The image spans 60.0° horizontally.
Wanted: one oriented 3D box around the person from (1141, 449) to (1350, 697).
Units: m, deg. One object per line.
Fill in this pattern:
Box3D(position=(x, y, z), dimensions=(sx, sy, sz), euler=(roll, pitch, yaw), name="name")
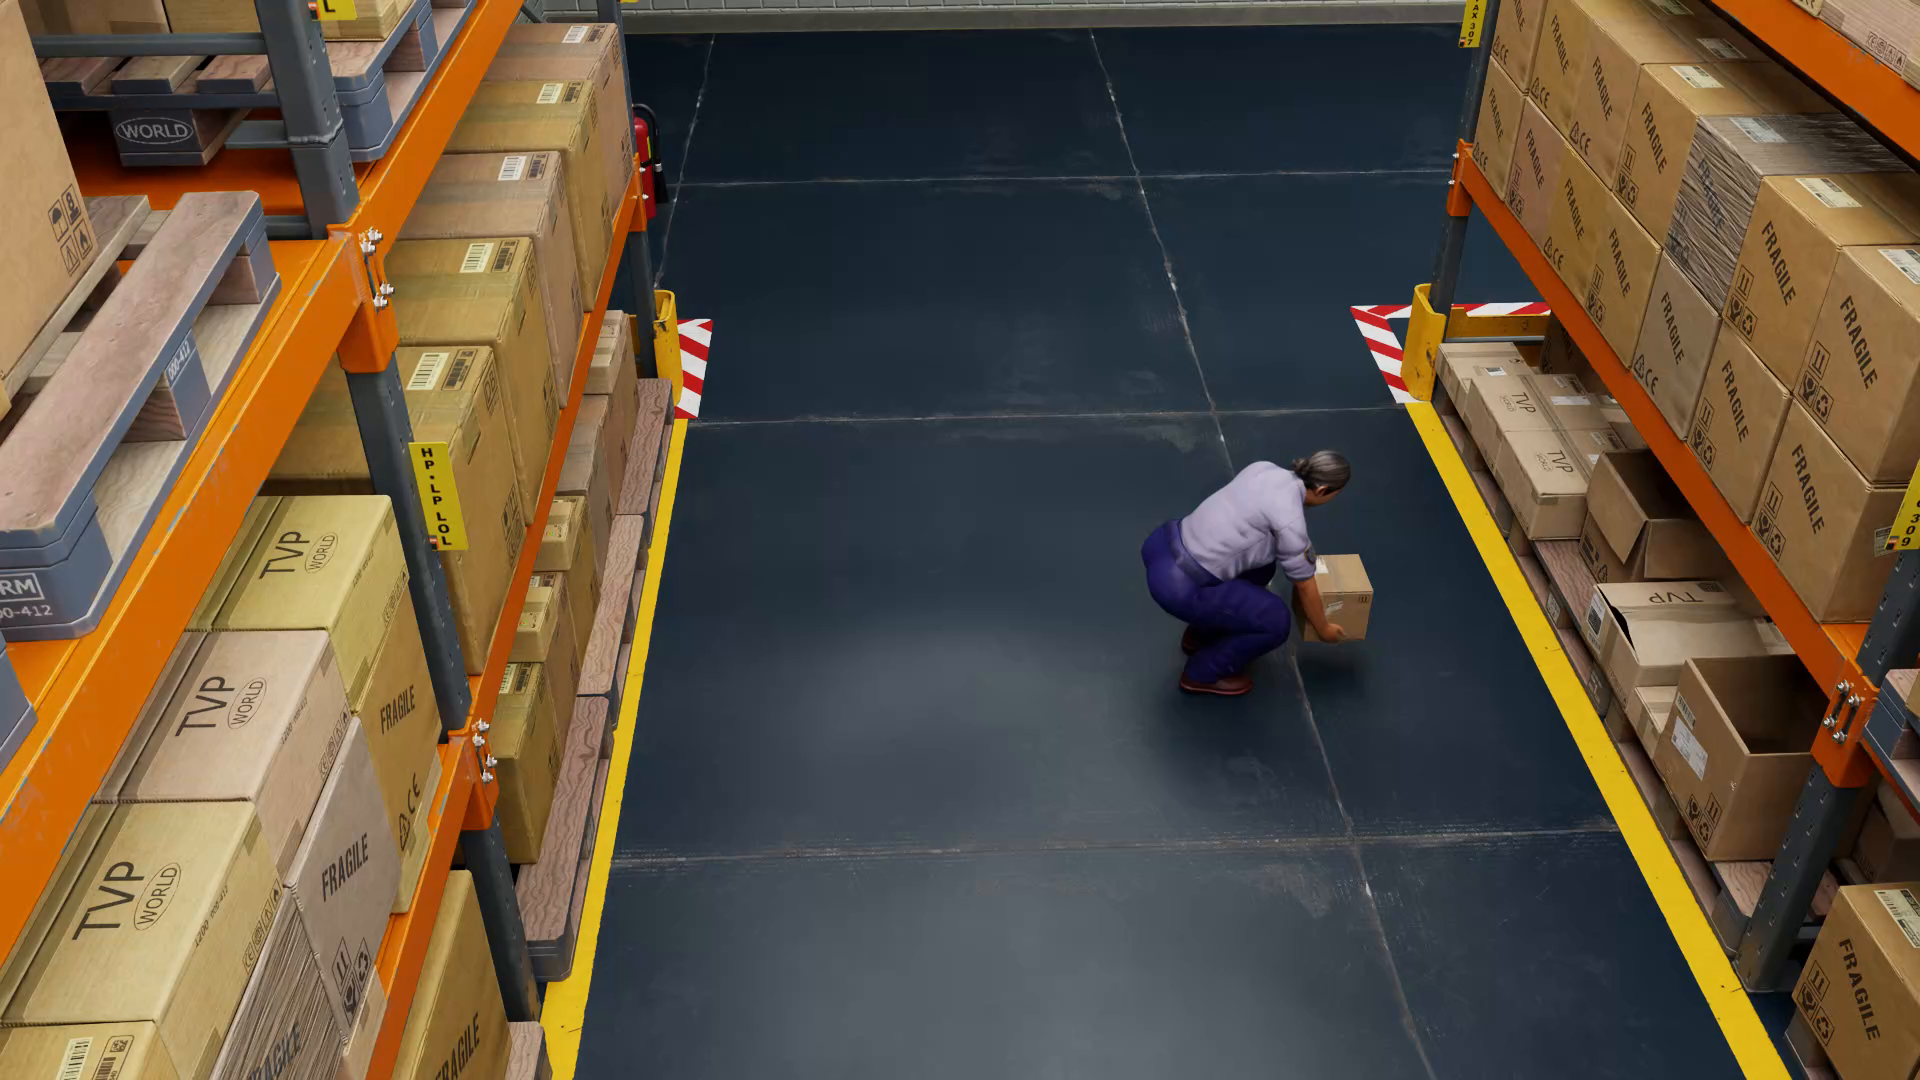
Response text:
Box3D(position=(1.123, 0.100, 6.587), dimensions=(0.810, 0.995, 0.529), euler=(-2, 35, -2), name="person")
